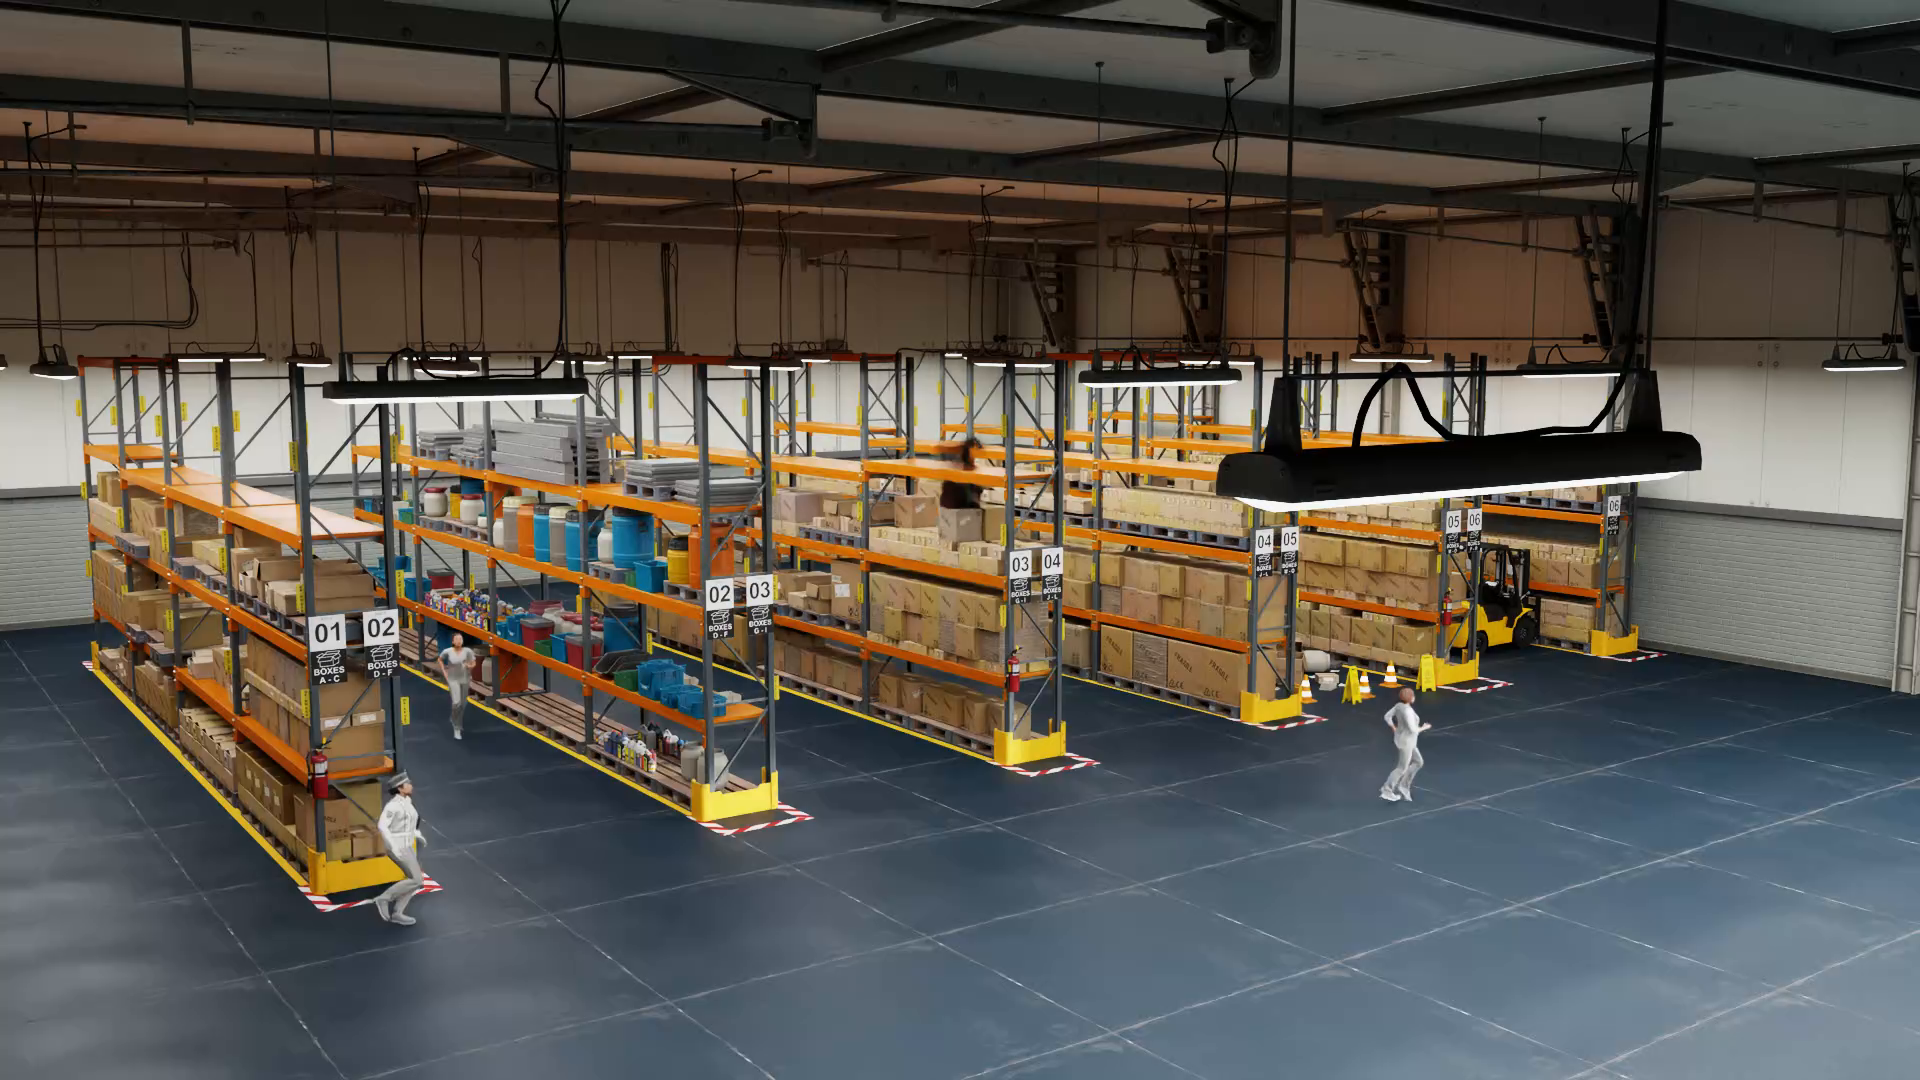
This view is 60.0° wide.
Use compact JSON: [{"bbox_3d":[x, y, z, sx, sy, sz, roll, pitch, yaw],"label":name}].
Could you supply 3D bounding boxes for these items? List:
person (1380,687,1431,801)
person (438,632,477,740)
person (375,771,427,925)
[{"bbox_3d":[6.080,2.797,22.662,0.672,1.611,0.508,0,7,2],"label":"person"},{"bbox_3d":[-8.021,2.301,26.590,0.545,1.708,0.787,-4,8,-31],"label":"person"},{"bbox_3d":[-6.083,3.333,18.120,0.504,1.634,0.644,-1,7,-6],"label":"person"}]
